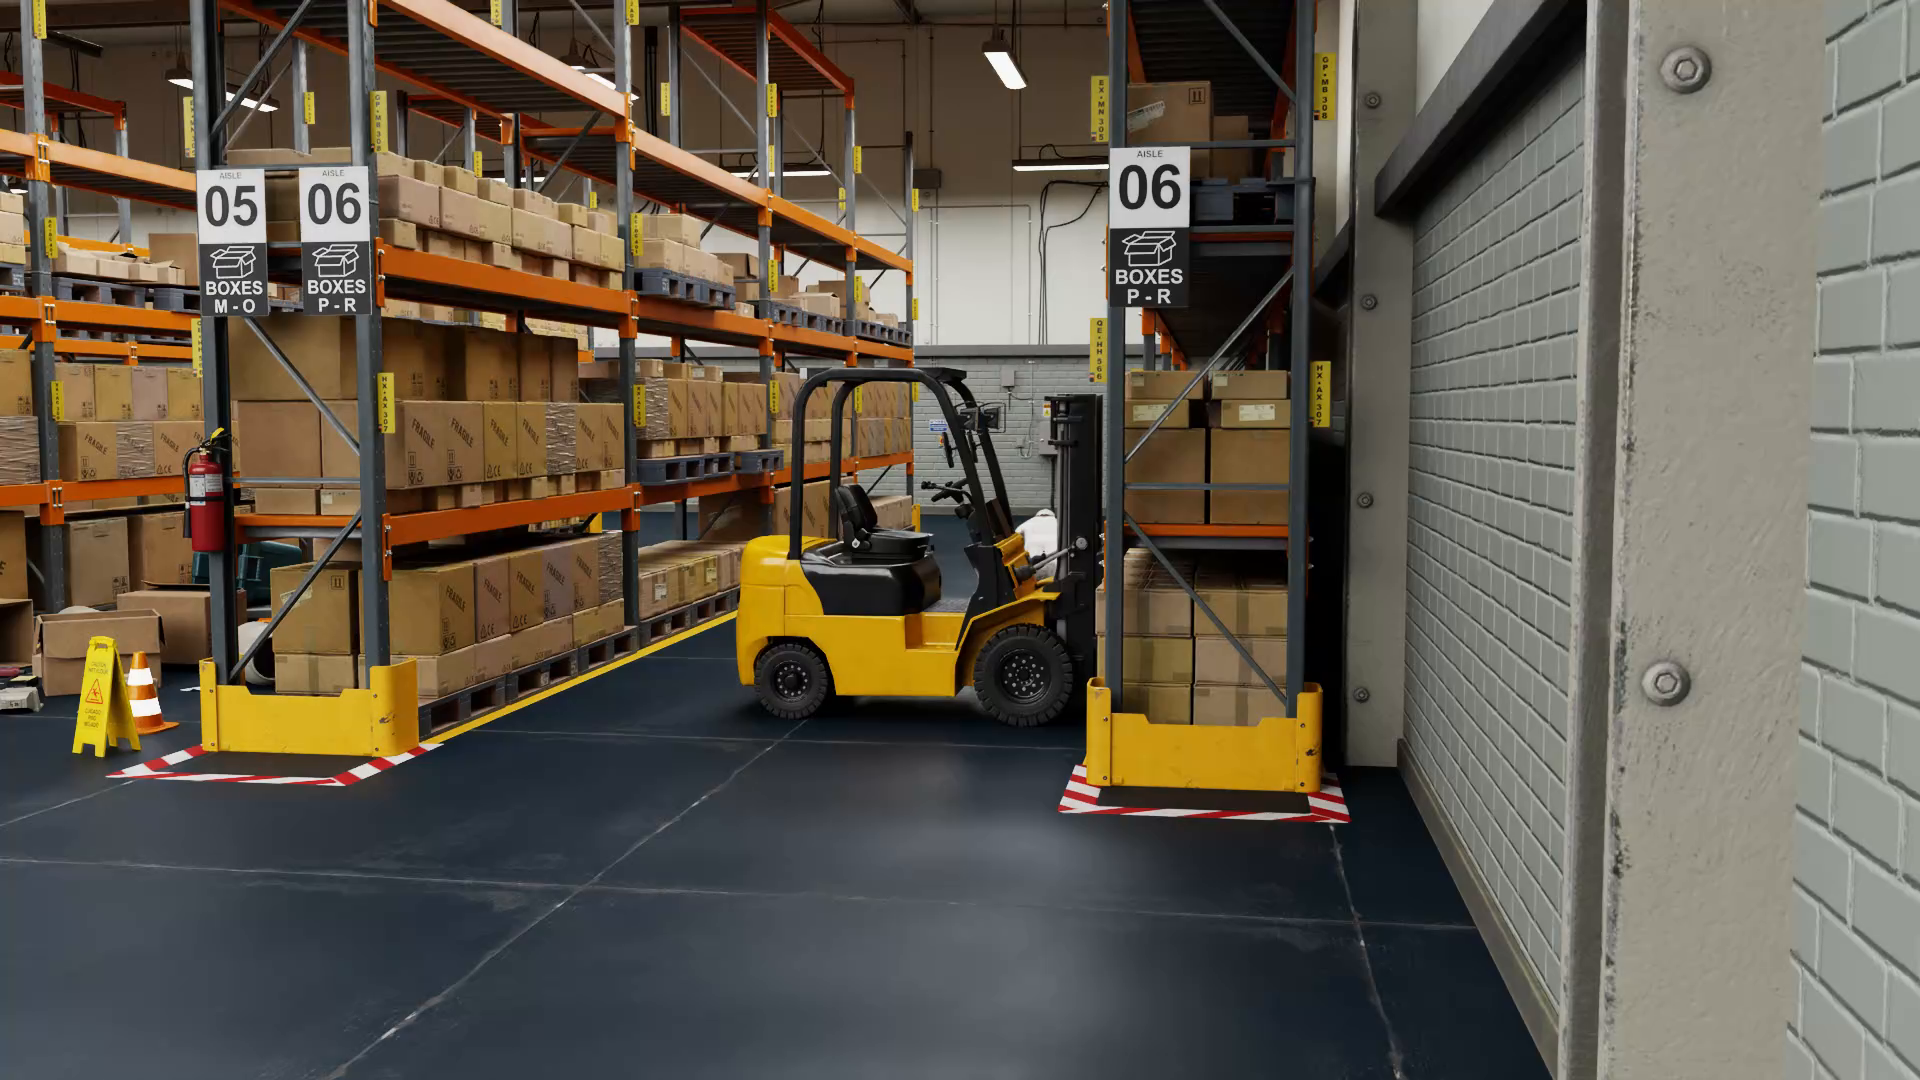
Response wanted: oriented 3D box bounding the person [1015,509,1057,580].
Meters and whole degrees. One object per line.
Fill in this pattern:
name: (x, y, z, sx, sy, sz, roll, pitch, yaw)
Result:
person: (0.755, 0.244, 14.912, 0.546, 1.001, 0.929, 1, 4, 7)
